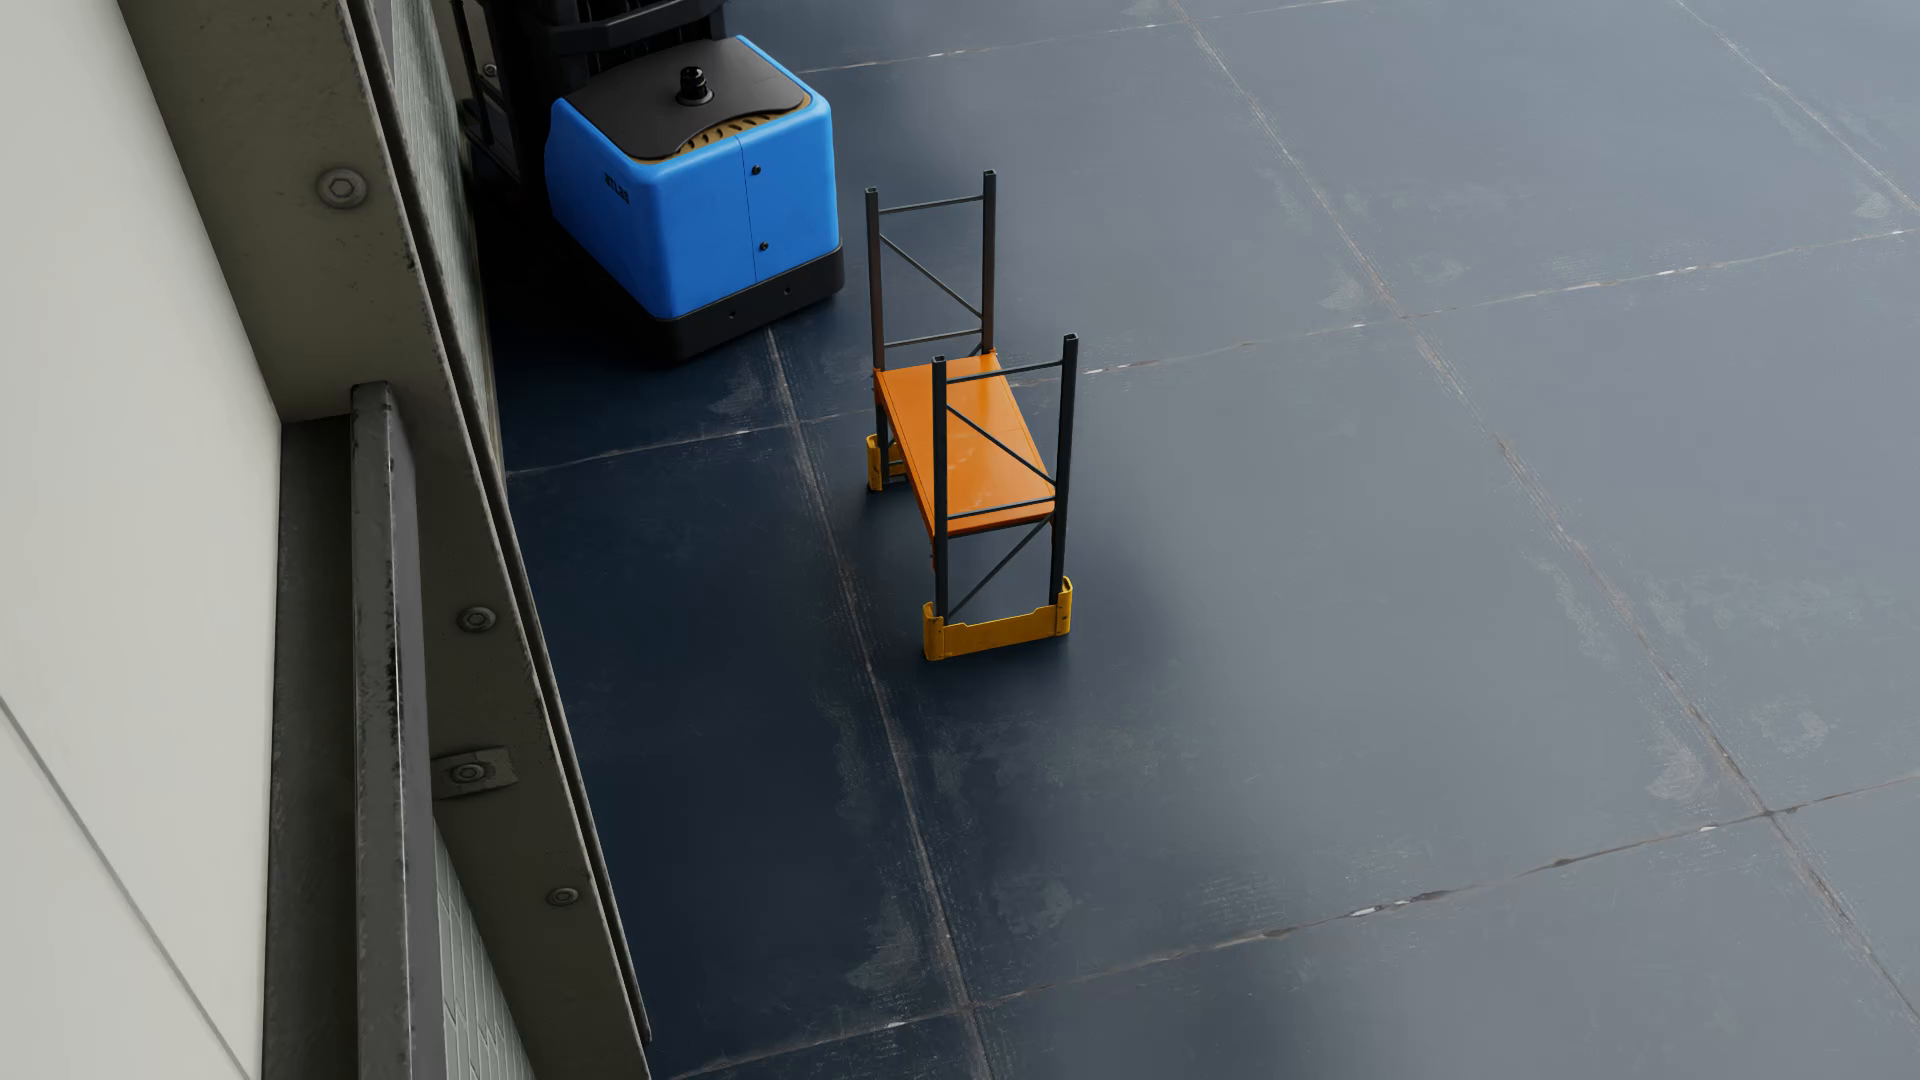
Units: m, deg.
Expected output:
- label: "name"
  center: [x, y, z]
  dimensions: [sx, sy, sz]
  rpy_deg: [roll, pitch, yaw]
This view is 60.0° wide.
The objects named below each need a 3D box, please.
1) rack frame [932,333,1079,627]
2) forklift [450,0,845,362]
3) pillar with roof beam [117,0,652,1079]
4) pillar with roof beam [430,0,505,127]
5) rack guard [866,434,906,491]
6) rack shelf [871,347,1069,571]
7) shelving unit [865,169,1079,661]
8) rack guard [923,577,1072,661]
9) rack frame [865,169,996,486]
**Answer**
- label: "rack frame"
  center: [0.152, -0.115, 6.063]
  dimensions: [0.500, 1.500, 0.032]
  rpy_deg: [-11, 47, -10]
- label: "forklift"
  center: [-1.847, -2.860, 7.752]
  dimensions: [1.130, 2.935, 3.031]
  rpy_deg: [-28, 52, -25]
- label: "pillar with roof beam"
  center: [3.048, -2.180, 2.836]
  dimensions: [9.100, 9.000, 0.400]
  rpy_deg: [-11, 47, -10]
- label: "pillar with roof beam"
  center: [1.512, -6.322, 6.896]
  dimensions: [9.100, 9.000, 0.400]
  rpy_deg: [-11, 47, -10]
- label: "rack guard"
  center: [-0.108, -0.379, 7.197]
  dimensions: [0.587, 0.250, 0.087]
  rpy_deg: [-11, 47, -10]
- label: "rack shelf"
  center: [0.022, -0.340, 6.536]
  dimensions: [0.538, 0.185, 1.000]
  rpy_deg: [-11, 47, -10]
- label: "shelving unit"
  center: [0.020, -0.472, 6.414]
  dimensions: [0.587, 1.500, 1.083]
  rpy_deg: [-11, 47, -10]
- label: "rack guard"
  center: [0.147, 0.309, 6.523]
  dimensions: [0.587, 0.250, 0.087]
  rpy_deg: [-11, 47, -10]
- label: "rack frame"
  center: [-0.108, -0.817, 6.751]
  dimensions: [0.500, 1.500, 0.032]
  rpy_deg: [-11, 47, -10]
